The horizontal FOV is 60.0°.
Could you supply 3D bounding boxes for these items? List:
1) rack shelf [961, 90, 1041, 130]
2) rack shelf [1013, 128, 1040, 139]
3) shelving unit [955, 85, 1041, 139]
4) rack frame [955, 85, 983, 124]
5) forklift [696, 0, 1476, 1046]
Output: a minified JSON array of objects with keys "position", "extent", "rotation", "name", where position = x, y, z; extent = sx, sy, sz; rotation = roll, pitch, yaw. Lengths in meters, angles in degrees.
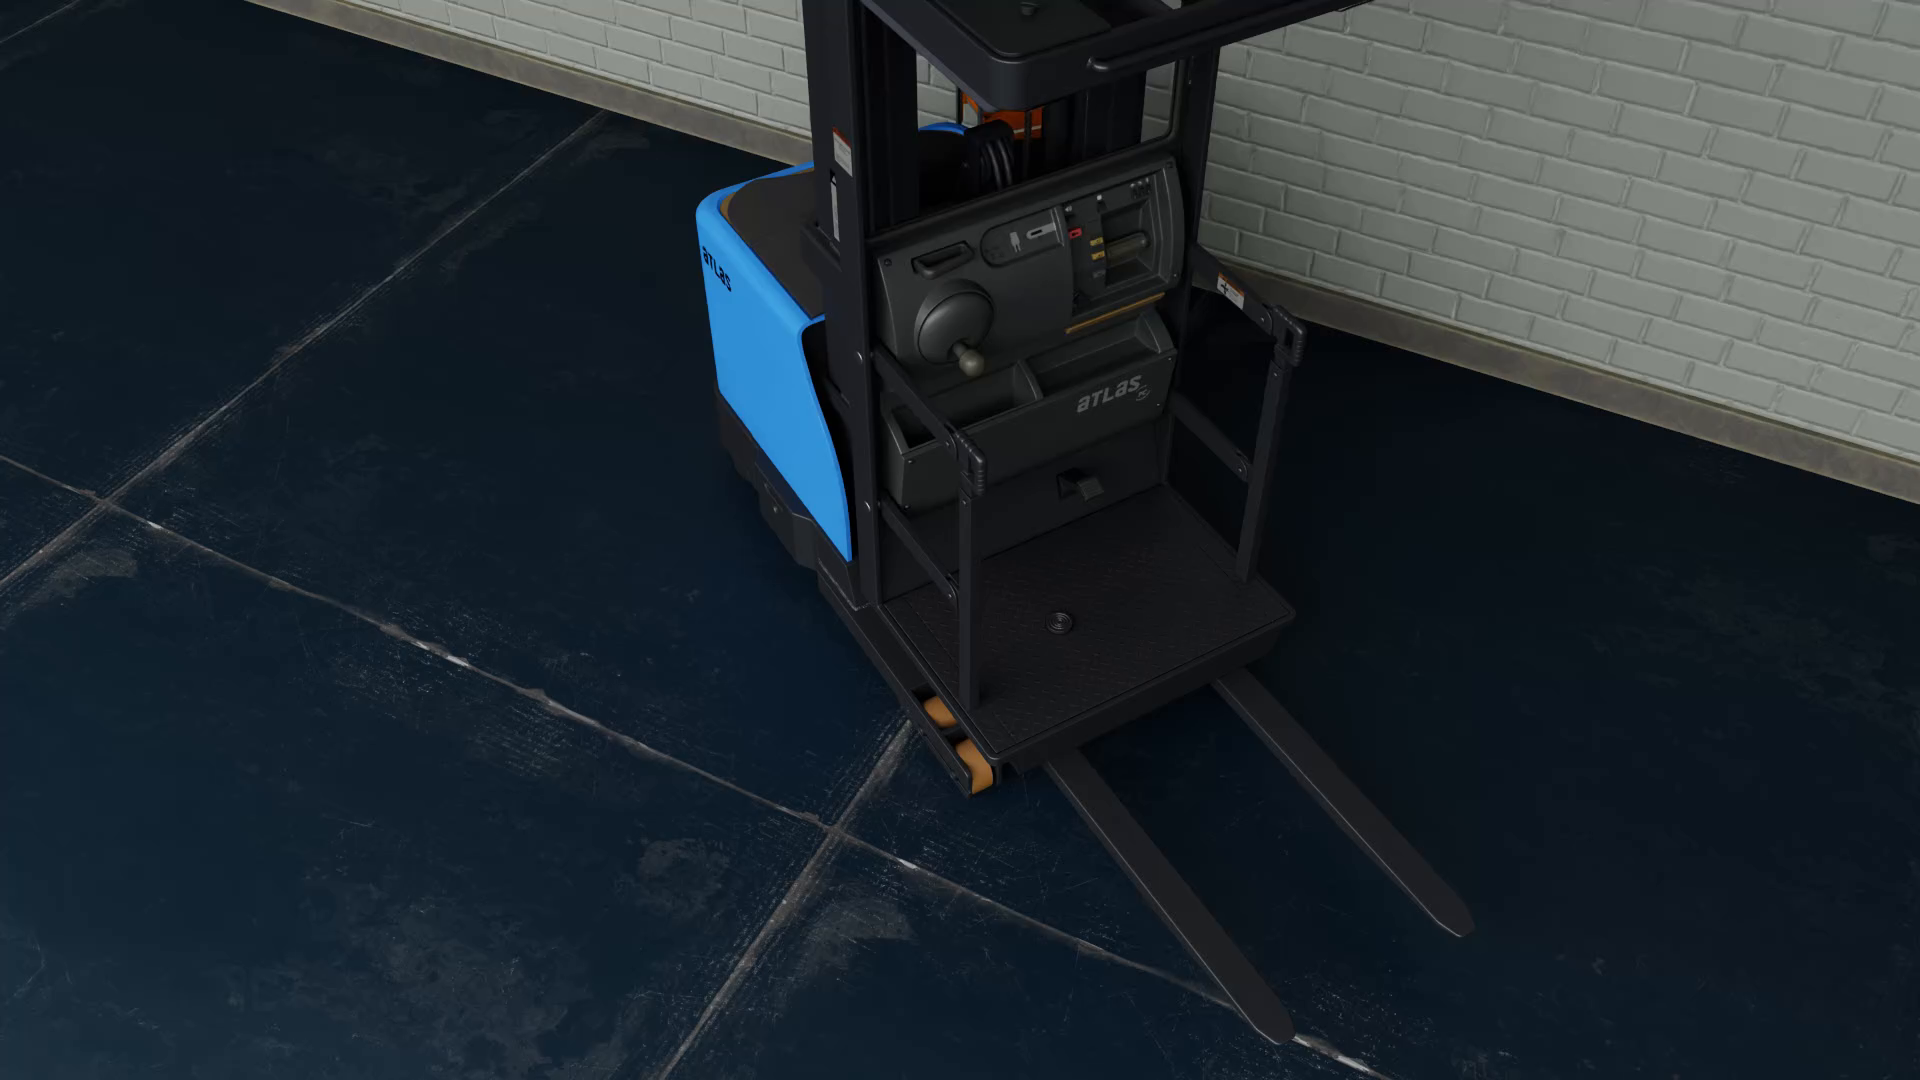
[{"position":[0.259,-1.532,5.868],"extent":[0.480,0.148,0.258],"rotation":[-15,47,-14],"name":"rack shelf"},{"position":[0.259,-1.366,6.037],"extent":[0.480,0.148,0.258],"rotation":[-15,47,-14],"name":"rack shelf"},{"position":[0.259,-1.256,6.148],"extent":[0.503,1.200,0.258],"rotation":[-15,47,-14],"name":"shelving unit"},{"position":[0.030,-1.196,6.089],"extent":[0.015,1.200,0.240],"rotation":[-15,47,-14],"name":"rack frame"},{"position":[0.316,-0.649,4.331],"extent":[1.130,2.935,3.031],"rotation":[-23,50,-21],"name":"forklift"}]
